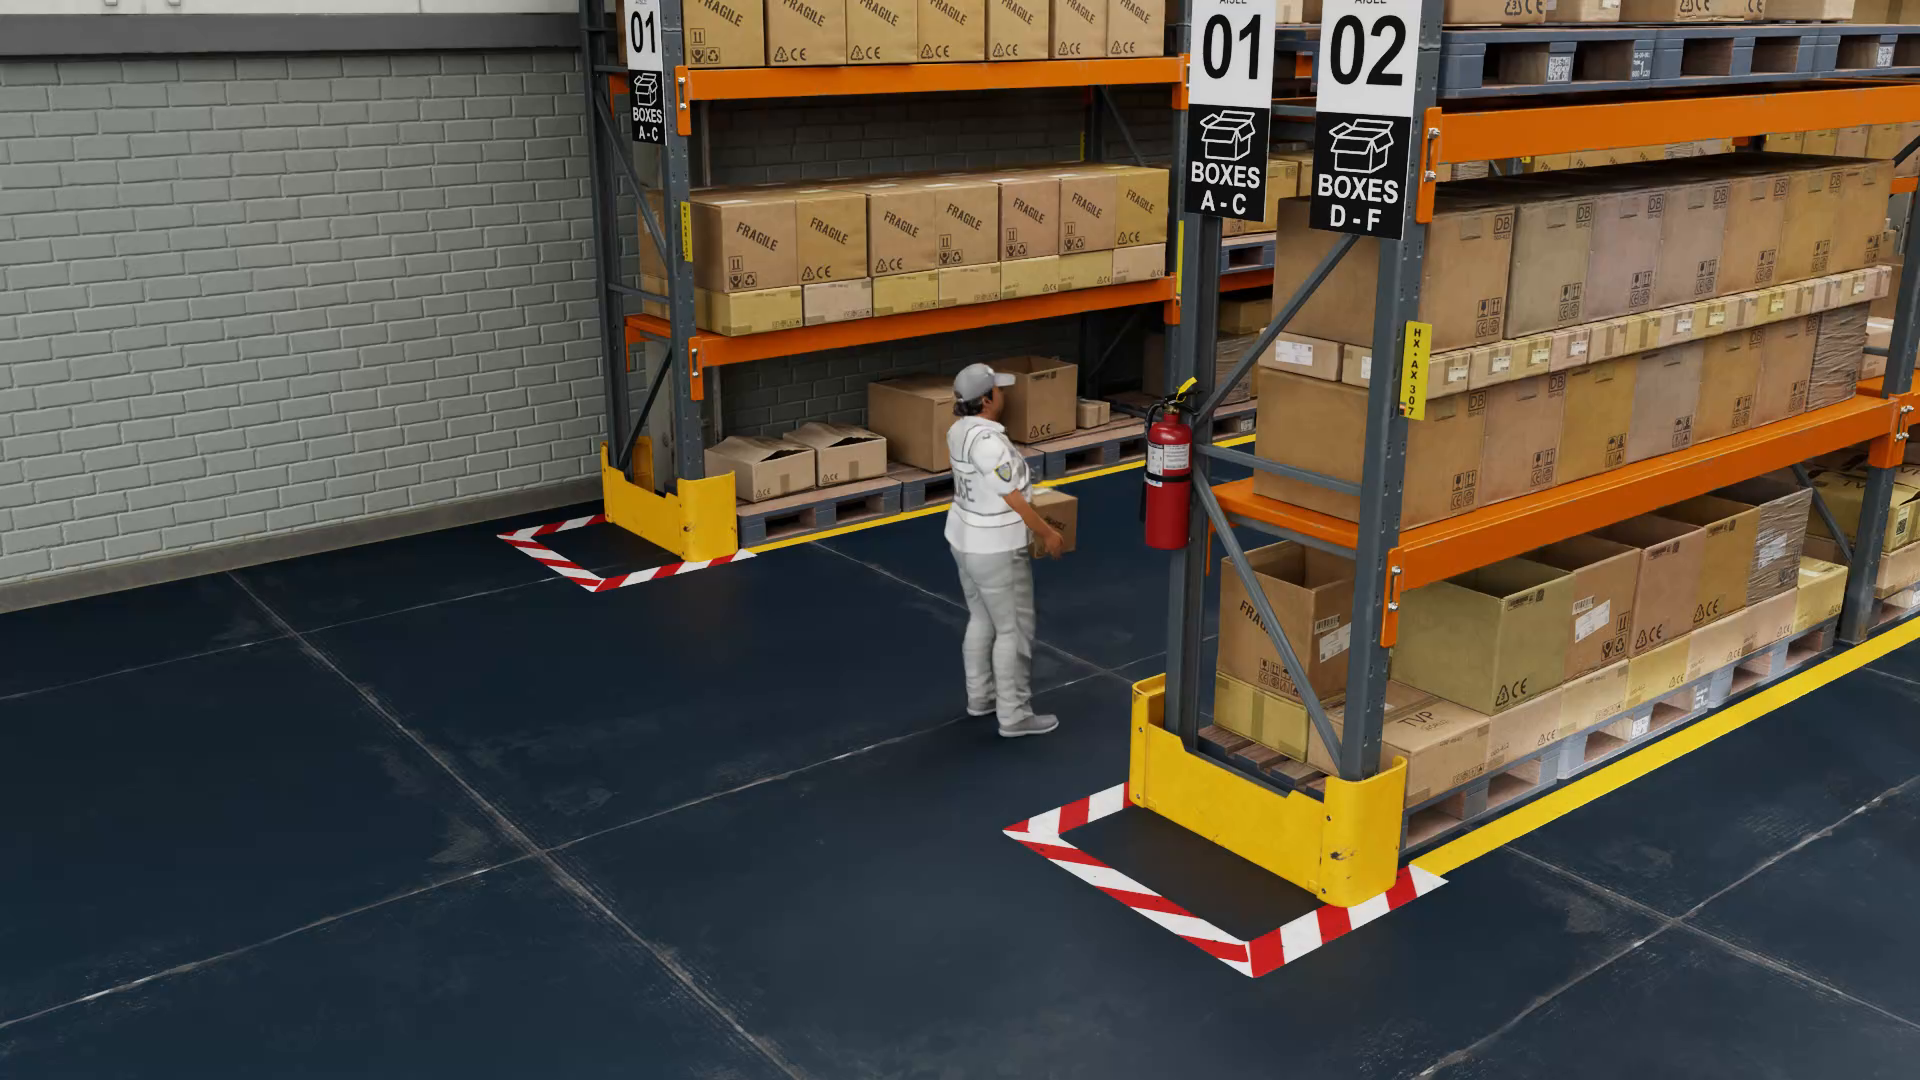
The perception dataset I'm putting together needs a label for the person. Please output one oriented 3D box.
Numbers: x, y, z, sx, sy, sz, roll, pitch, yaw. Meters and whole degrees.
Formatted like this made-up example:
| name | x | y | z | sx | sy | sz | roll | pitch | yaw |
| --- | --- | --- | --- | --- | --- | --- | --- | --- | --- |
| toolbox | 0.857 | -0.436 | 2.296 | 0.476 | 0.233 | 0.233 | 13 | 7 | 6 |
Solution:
| name | x | y | z | sx | sy | sz | roll | pitch | yaw |
| --- | --- | --- | --- | --- | --- | --- | --- | --- | --- |
| person | 0.201 | 0.029 | 7.424 | 0.509 | 1.669 | 0.509 | 1 | 18 | 3 |
